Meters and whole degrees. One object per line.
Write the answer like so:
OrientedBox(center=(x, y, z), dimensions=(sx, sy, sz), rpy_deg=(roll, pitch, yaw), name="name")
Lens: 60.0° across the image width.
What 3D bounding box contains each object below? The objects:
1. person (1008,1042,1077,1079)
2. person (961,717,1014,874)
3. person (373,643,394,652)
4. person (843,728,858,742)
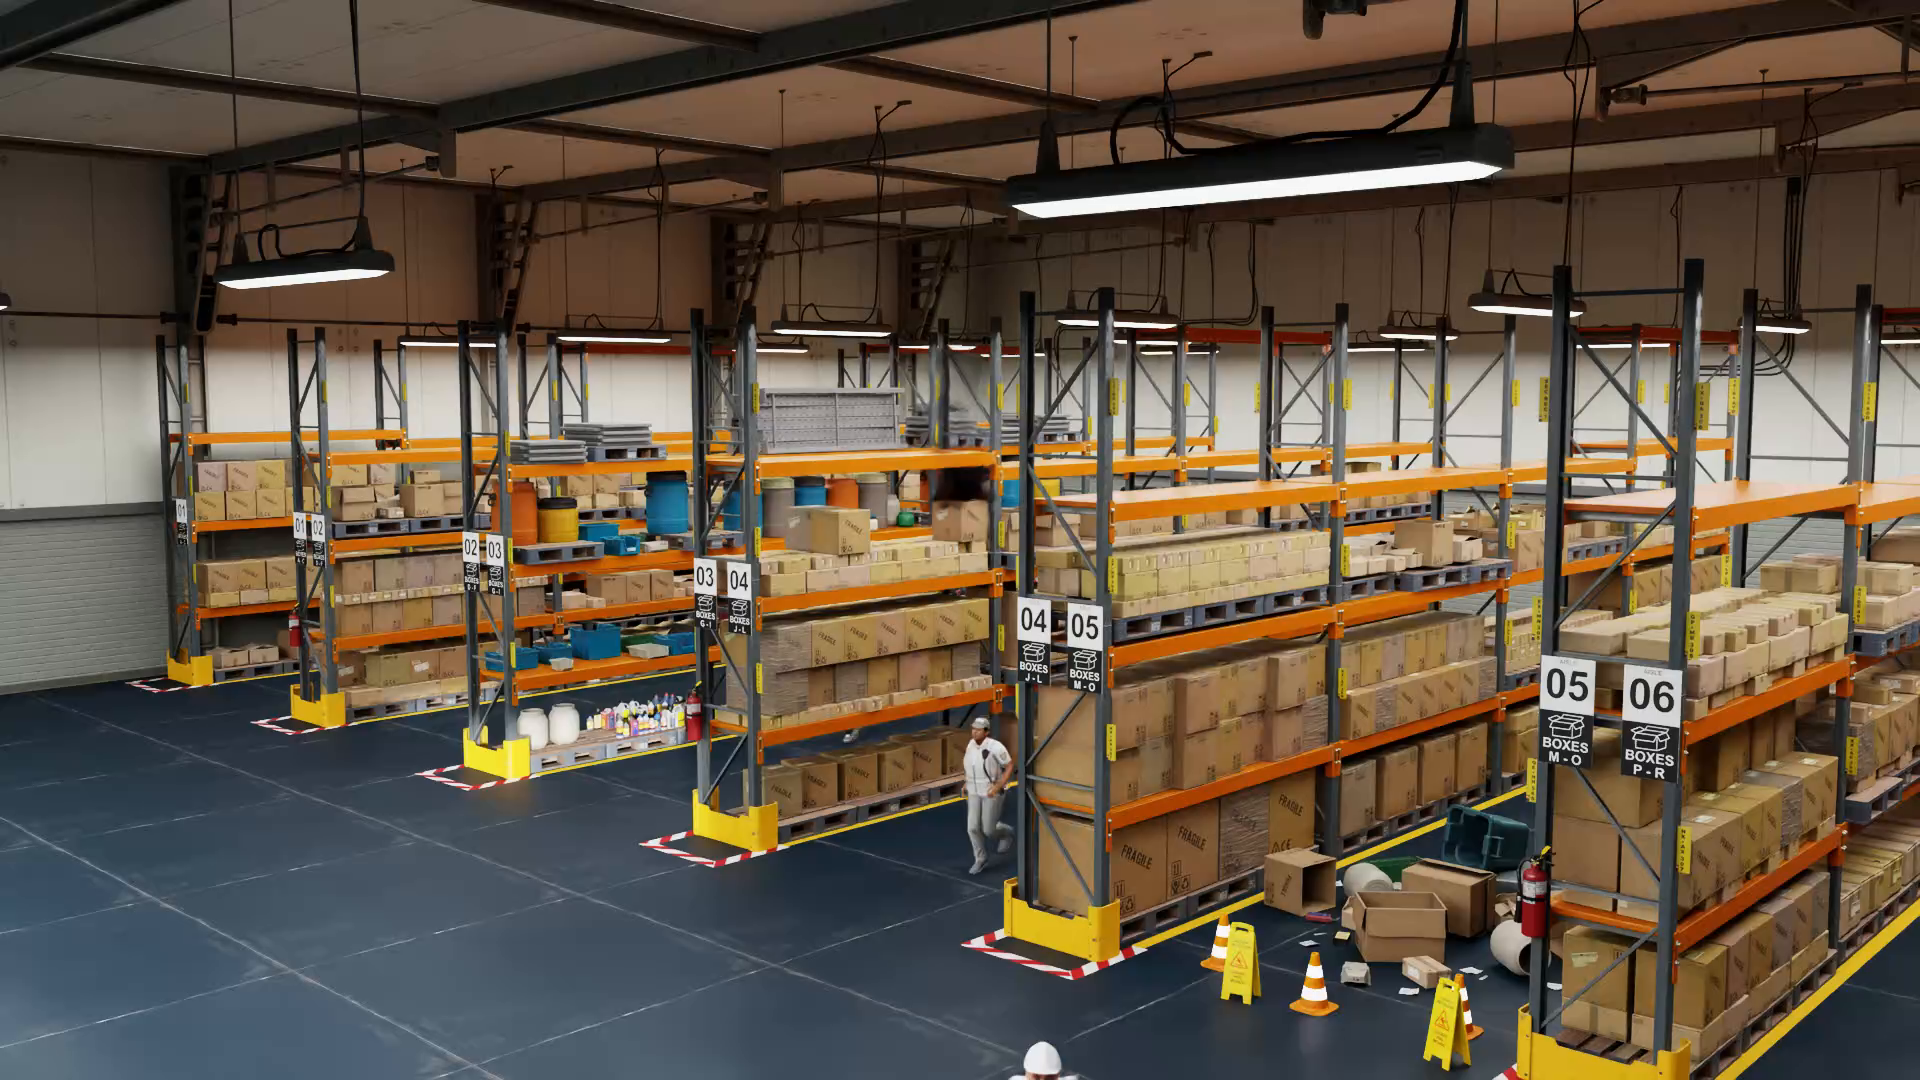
OrientedBox(center=(0.463, 3.479, 9.122), dimensions=(0.659, 1.723, 0.920), rpy_deg=(0, 5, 1), name="person")
OrientedBox(center=(0.331, 2.699, 17.756), dimensions=(0.611, 1.669, 0.658), rpy_deg=(4, 7, 36), name="person")
OrientedBox(center=(-10.017, 1.621, 29.060), dimensions=(0.578, 1.695, 0.742), rpy_deg=(1, 6, 14), name="person")
OrientedBox(center=(-1.684, 2.141, 23.900), dimensions=(0.538, 1.562, 0.523), rpy_deg=(2, 6, 24), name="person")
